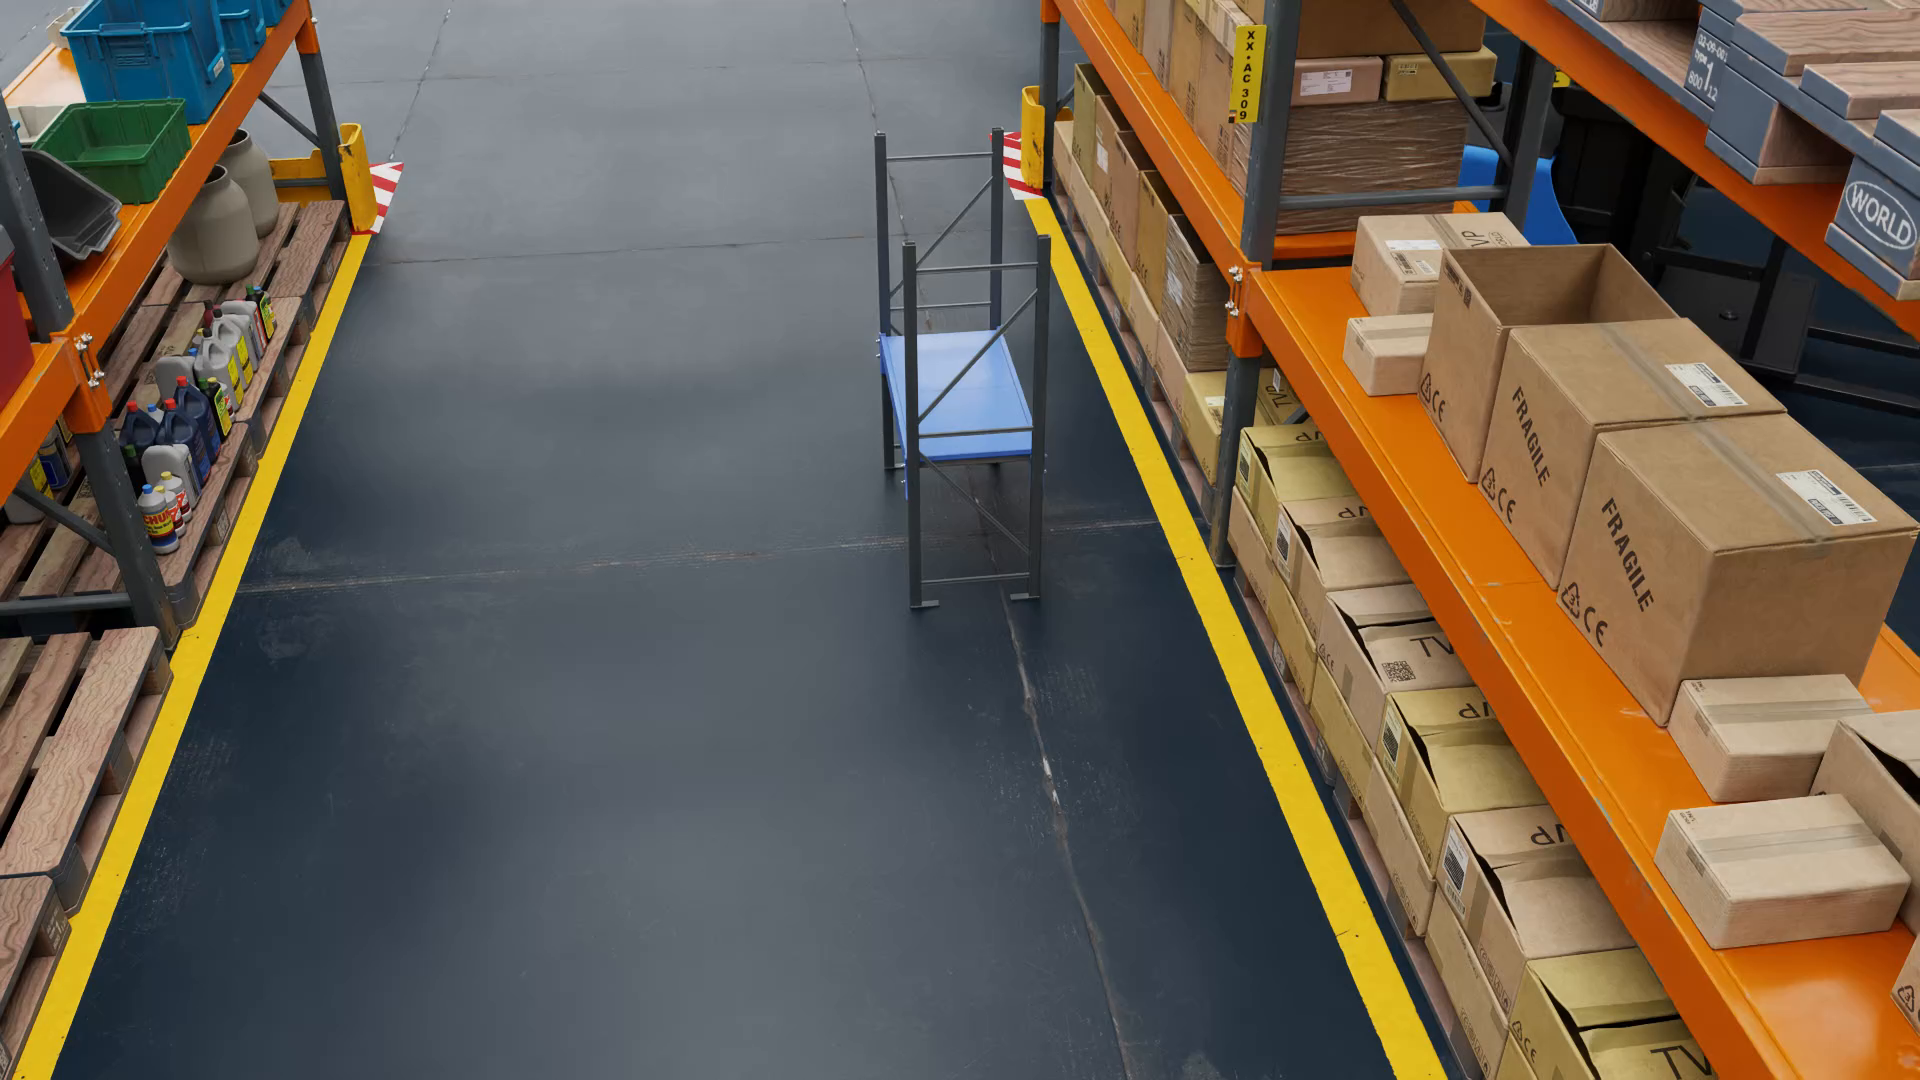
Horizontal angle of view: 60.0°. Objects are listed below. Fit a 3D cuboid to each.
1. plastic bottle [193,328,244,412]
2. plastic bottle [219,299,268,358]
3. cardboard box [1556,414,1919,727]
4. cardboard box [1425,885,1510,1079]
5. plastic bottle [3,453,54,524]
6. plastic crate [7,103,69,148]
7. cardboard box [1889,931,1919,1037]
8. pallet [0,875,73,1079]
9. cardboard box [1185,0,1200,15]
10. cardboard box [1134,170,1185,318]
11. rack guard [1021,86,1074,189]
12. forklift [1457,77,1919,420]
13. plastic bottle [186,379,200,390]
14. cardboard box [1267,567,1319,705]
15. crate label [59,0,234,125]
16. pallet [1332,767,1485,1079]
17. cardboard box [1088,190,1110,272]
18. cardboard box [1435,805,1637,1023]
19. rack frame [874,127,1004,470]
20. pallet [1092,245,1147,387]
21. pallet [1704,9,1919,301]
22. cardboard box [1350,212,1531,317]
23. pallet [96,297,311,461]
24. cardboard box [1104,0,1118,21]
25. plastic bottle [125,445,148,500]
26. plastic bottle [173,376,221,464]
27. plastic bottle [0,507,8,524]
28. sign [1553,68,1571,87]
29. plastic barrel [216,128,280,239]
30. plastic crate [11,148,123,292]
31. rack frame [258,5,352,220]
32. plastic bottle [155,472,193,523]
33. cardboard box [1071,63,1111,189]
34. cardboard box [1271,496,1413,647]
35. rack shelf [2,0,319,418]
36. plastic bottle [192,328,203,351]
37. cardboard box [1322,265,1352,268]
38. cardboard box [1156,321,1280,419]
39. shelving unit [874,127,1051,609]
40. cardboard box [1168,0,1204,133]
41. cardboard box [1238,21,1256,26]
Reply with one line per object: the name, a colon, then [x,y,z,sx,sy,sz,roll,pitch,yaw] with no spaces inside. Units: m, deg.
plastic bottle: [-3.189,-0.732,7.122,0.144,0.351,0.185,-5,35,-7]
plastic bottle: [-3.258,-0.974,7.544,0.152,0.276,0.135,-4,34,-6]
cardboard box: [1.796,0.062,3.906,0.500,0.500,0.500,-6,35,-9]
cardboard box: [1.588,1.158,4.456,0.500,0.250,0.500,-4,34,-5]
plastic bottle: [-3.638,-0.256,6.424,0.144,0.351,0.185,-4,35,-6]
plastic crate: [-3.878,-1.598,6.666,0.530,0.136,0.437,-4,35,-6]
cardboard box: [2.033,0.869,2.890,0.500,0.311,0.500,-2,34,-3]
pallet: [-3.097,1.450,4.435,1.003,0.211,1.213,-4,35,-6]
cardboard box: [1.116,-2.206,6.659,0.380,0.149,0.250,-5,35,-7]
cardboard box: [1.095,-1.341,7.458,0.500,0.500,0.500,-4,35,-6]
rack guard: [0.959,-2.406,9.837,1.175,0.500,0.348,-4,35,-6]
forklift: [3.442,-2.026,7.120,3.031,2.935,1.130,17,38,23]
plastic bottle: [-3.188,-0.541,6.913,0.097,0.271,0.097,0,34,0]
cardboard box: [1.376,0.298,5.717,0.500,0.250,0.500,-4,34,-5]
crate label: [-3.431,-2.060,7.079,0.502,0.435,0.616,-4,35,-6]
pallet: [1.805,1.049,5.023,1.003,0.211,1.213,-4,35,-6]
cardboard box: [0.952,-1.589,8.487,0.500,0.250,0.500,-4,35,-6]
cardboard box: [1.582,0.925,4.300,0.500,0.311,0.500,-5,35,-7]
rack frame: [-0.080,-0.951,6.814,0.500,1.500,0.032,-4,35,-6]
pallet: [1.267,-1.170,8.280,1.003,0.211,1.213,-4,35,-6]
pallet: [1.858,-0.495,2.316,1.213,0.211,1.003,-3,34,-4]
cardboard box: [1.610,-0.860,5.482,0.500,0.250,0.500,-2,34,-3]
pallet: [-3.625,-0.728,7.631,1.003,0.211,1.213,-4,35,-6]
cardboard box: [1.088,-2.913,8.272,0.700,0.500,0.500,-4,34,-5]
plastic bottle: [-3.193,-0.261,6.490,0.061,0.283,0.133,-4,35,-6]
plastic bottle: [-3.131,-0.495,6.774,0.144,0.351,0.185,-6,35,-8]
plastic bottle: [-3.781,-0.245,6.408,0.144,0.351,0.185,-5,35,-8]
sign: [2.037,-1.686,5.602,0.100,0.325,0.005,-4,35,-6]
plastic barrel: [-3.782,-1.836,8.617,0.421,0.512,0.421,0,34,0]
plastic crate: [-3.353,-1.096,5.750,0.767,0.338,0.504,-4,35,-6]
rack frame: [-3.947,-3.052,8.566,1.000,3.000,0.127,-4,35,-6]
plastic bottle: [-3.044,-0.170,6.430,0.097,0.201,0.097,0,34,0]
cardboard box: [0.883,-2.178,8.685,0.500,0.500,0.500,-4,35,-6]
cardboard box: [1.371,0.067,5.559,0.500,0.311,0.500,-5,35,-7]
rack shelf: [-3.678,-1.639,7.130,1.077,0.370,4.000,-4,35,-6]
plastic bottle: [-3.361,-0.846,7.422,0.097,0.201,0.097,0,34,0]
cardboard box: [1.748,-0.823,6.697,0.500,0.500,0.500,-4,35,-6]
cardboard box: [1.164,-0.753,7.260,0.500,0.250,0.500,-4,35,-6]
shelving unit: [-0.011,-0.667,6.397,0.538,1.500,1.048,-4,35,-6]
cardboard box: [1.293,-2.056,7.015,0.700,0.500,0.500,-4,34,-6]
cardboard box: [1.220,-1.776,6.028,0.380,0.149,0.250,-5,35,-7]
